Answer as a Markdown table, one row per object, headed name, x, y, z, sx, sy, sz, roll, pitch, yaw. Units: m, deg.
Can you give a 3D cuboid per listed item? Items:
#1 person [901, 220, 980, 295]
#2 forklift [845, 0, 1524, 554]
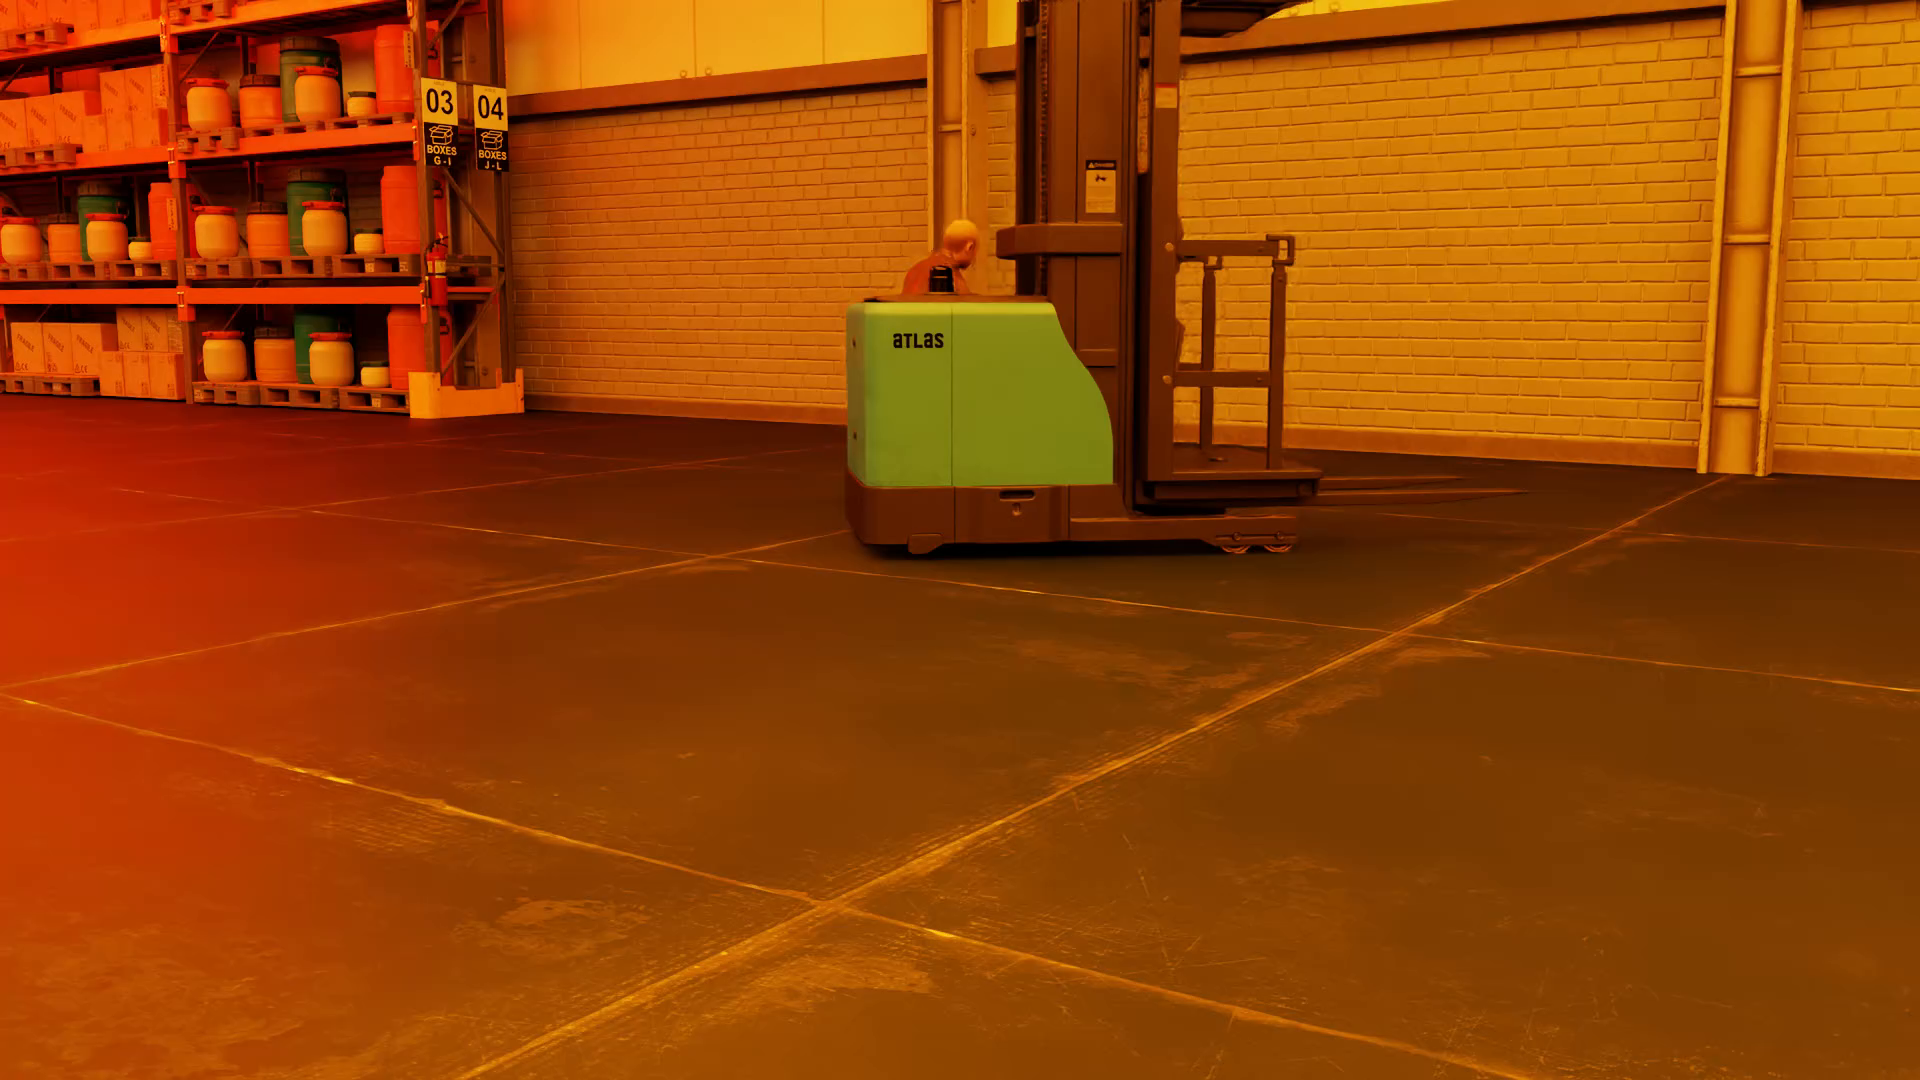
| name | x | y | z | sx | sy | sz | roll | pitch | yaw |
| --- | --- | --- | --- | --- | --- | --- | --- | --- | --- |
| person | 0.107 | -0.913 | 8.710 | 0.927 | 1.521 | 1.348 | -3 | 9 | -23 |
| forklift | 1.020 | -1.462 | 7.477 | 3.031 | 2.935 | 1.130 | -1 | 8 | -9 |
